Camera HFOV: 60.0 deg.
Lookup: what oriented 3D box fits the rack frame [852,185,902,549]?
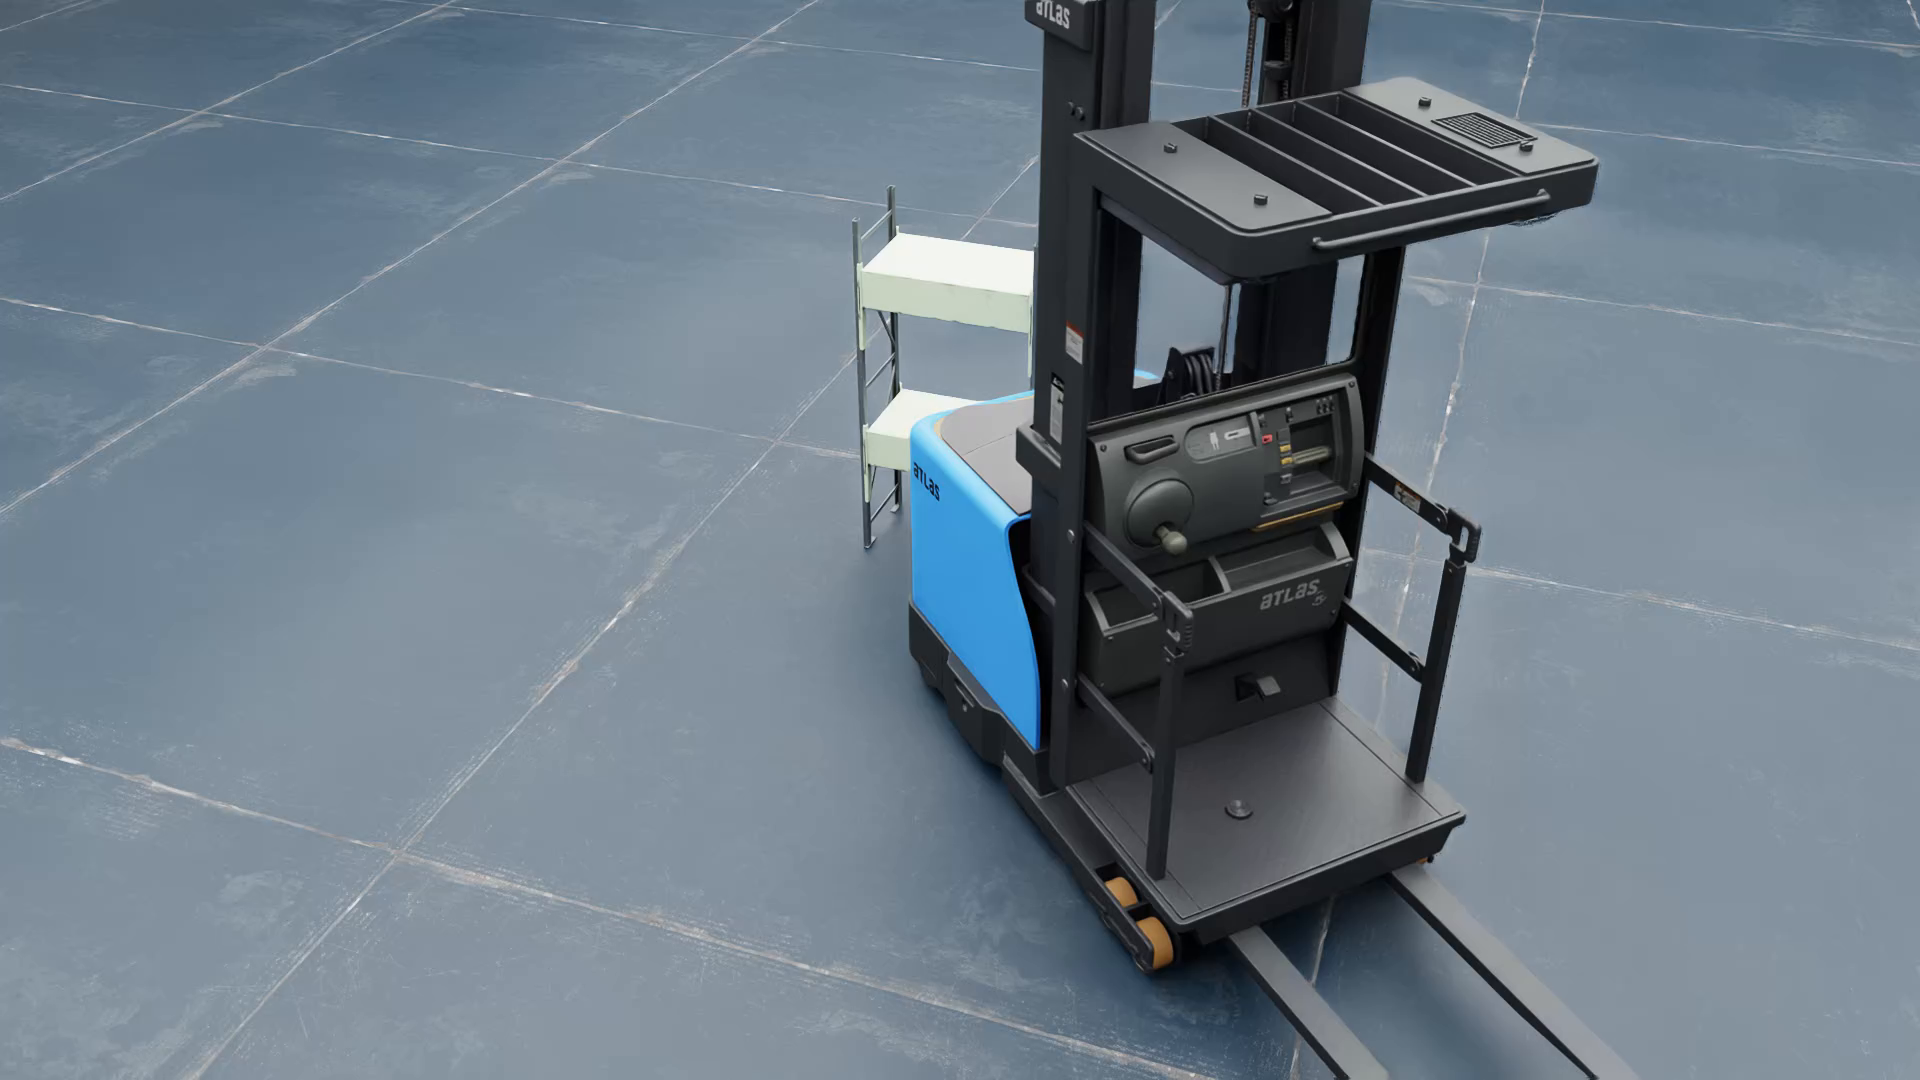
[{"bbox_3d":[-0.338,-0.696,6.945,0.023,1.500,0.400,11,34,16],"label":"rack frame"}]

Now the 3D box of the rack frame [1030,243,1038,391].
[{"bbox_3d":[0.351,-0.562,6.738,0.023,1.500,0.400,11,34,16],"label":"rack frame"}]

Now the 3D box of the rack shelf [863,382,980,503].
[{"bbox_3d":[0.006,-0.355,7.018,0.720,0.370,0.431,11,34,16],"label":"rack shelf"}]

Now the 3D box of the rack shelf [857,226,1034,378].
[{"bbox_3d":[0.006,-0.957,6.630,0.720,0.370,0.431,11,34,16],"label":"rack shelf"}]

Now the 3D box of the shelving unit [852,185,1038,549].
[{"bbox_3d":[0.006,-0.629,6.841,0.755,1.500,0.431,11,34,16],"label":"shelving unit"}]

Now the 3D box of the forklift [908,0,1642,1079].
[{"bbox_3d":[0.912,-0.167,4.806,1.130,2.935,3.031,-15,36,-22],"label":"forklift"}]
